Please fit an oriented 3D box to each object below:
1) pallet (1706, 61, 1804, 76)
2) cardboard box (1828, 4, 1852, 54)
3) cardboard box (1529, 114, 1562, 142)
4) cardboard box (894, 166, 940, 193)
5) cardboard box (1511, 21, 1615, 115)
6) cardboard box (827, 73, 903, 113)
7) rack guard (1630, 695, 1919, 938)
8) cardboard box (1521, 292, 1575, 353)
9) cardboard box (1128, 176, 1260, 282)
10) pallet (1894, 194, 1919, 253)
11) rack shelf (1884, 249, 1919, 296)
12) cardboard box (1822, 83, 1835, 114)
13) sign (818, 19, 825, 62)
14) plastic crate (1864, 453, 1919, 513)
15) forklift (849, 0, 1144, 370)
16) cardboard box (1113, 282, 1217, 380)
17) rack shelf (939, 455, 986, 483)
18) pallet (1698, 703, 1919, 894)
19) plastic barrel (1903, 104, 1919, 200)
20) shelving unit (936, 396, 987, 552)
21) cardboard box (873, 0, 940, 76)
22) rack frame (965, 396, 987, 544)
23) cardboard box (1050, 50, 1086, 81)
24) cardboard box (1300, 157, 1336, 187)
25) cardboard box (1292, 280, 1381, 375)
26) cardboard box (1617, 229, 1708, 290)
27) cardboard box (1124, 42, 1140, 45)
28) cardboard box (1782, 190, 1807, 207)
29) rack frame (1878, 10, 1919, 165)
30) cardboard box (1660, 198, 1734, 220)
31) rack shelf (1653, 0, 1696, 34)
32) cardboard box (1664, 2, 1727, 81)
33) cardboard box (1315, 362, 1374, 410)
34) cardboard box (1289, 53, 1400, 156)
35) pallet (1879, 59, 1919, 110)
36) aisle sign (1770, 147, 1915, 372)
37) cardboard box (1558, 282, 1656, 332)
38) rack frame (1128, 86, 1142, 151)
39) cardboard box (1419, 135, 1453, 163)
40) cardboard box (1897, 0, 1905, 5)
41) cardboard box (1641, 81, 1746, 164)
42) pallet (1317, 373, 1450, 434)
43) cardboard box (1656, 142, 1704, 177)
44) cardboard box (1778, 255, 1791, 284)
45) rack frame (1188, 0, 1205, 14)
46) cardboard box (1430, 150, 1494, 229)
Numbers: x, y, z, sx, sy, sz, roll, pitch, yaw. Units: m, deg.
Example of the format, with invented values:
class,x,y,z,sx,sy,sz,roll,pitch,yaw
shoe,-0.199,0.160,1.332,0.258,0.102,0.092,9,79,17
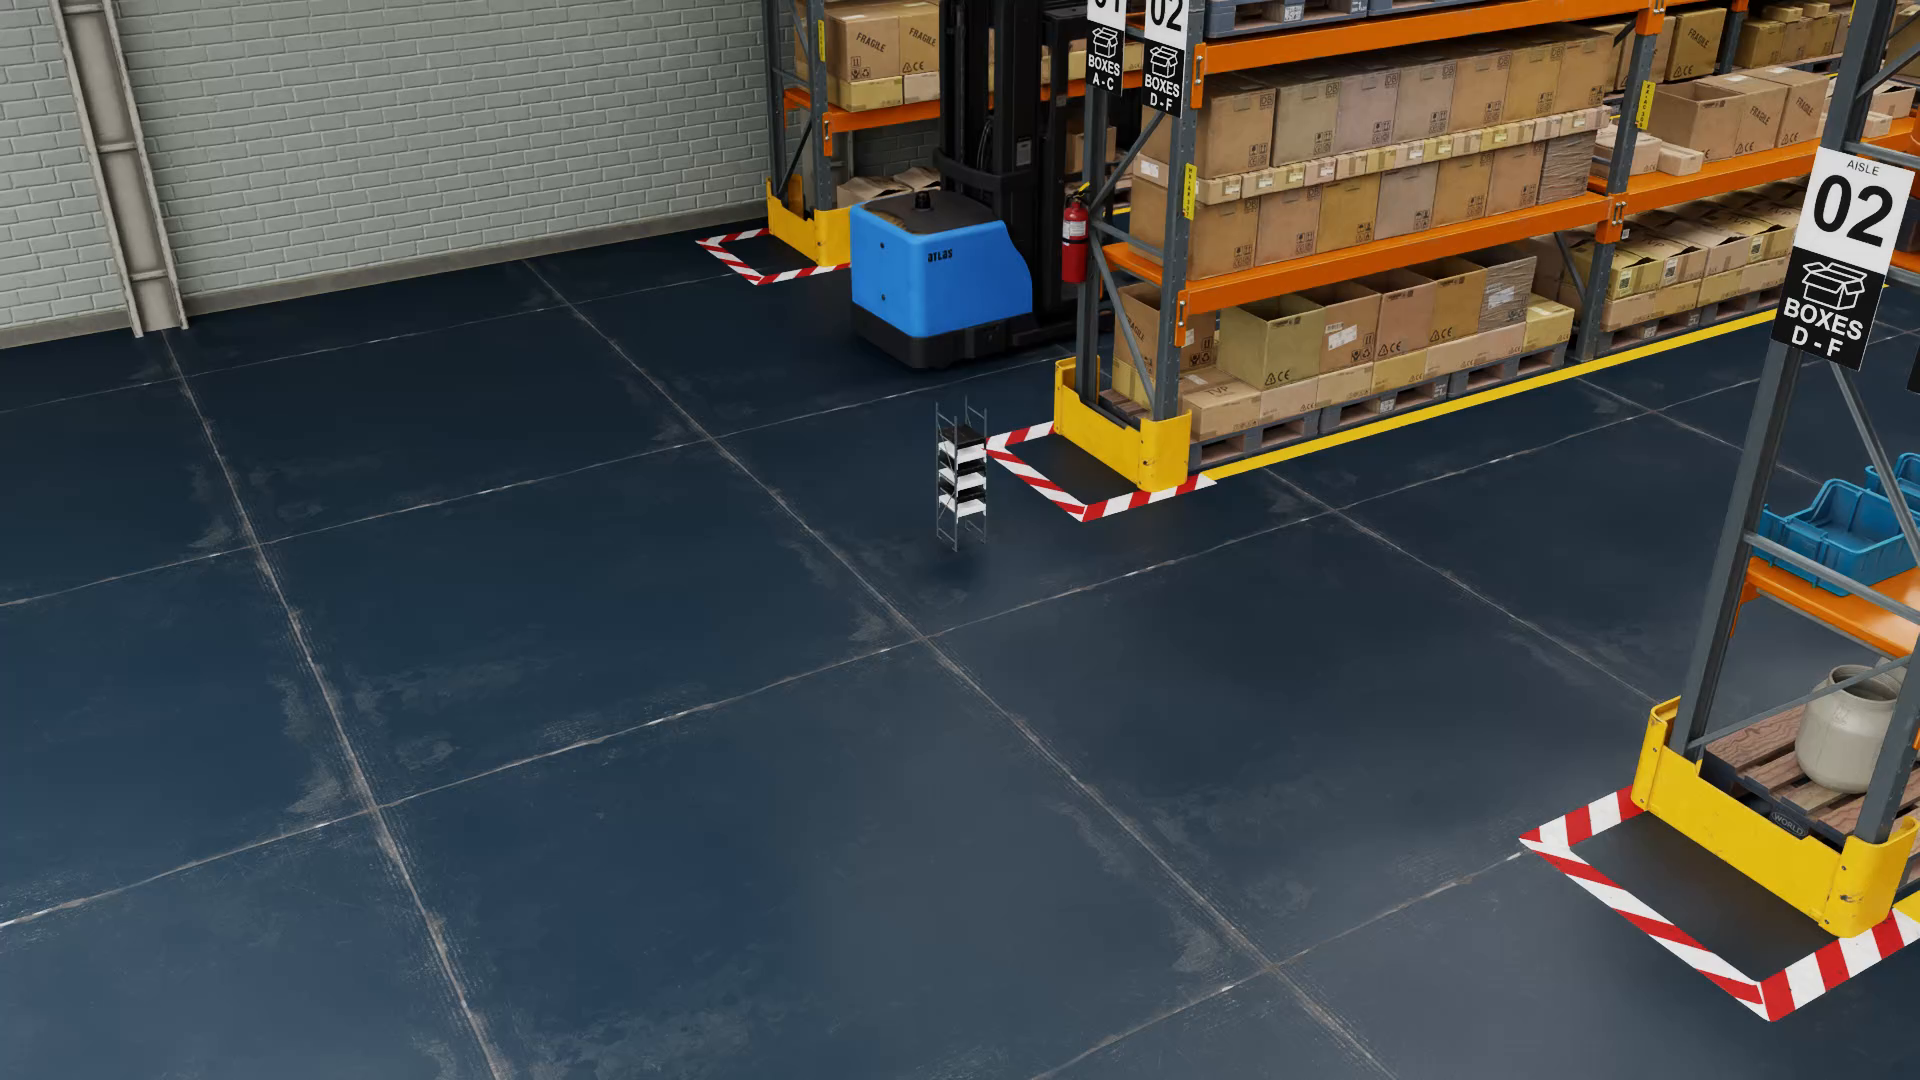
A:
class,x,y,z,sx,sy,sz,roll,pitch,yaw
pallet,9.625,-5.834,20.603,1.213,0.211,1.003,-16,33,-26
cardboard box,10.960,-6.511,21.096,0.500,0.500,0.700,-17,33,-28
cardboard box,3.980,-2.927,11.675,0.250,0.149,0.380,-17,33,-28
cardboard box,-0.283,-3.251,15.363,0.500,0.311,0.500,-13,31,-22
cardboard box,4.165,-3.381,11.826,0.500,0.500,0.700,-16,33,-26
cardboard box,-0.835,-3.894,14.336,0.500,0.250,0.500,-17,33,-28
rack guard,3.644,1.219,7.523,0.348,0.500,1.175,-16,33,-26
cardboard box,4.256,-1.656,12.557,0.500,0.250,0.500,-16,33,-26
cardboard box,1.505,-2.054,10.764,0.500,0.500,0.700,-16,33,-26
pallet,4.365,-1.229,6.464,1.213,0.211,1.003,-16,33,-26
rack shelf,5.327,-1.325,7.186,4.000,0.370,1.077,-16,33,-26
cardboard box,7.124,-3.682,13.910,0.500,0.311,0.500,-16,33,-27
sign,-1.142,-4.117,13.709,0.005,0.325,0.100,-16,33,-26
plastic crate,4.445,-0.175,7.617,0.408,0.251,0.499,-16,33,-26
forklift,0.658,-3.091,12.818,3.031,2.935,1.130,-17,33,-28
cardboard box,1.408,-1.465,11.435,0.500,0.500,0.500,-16,33,-26
rack shelf,0.007,-0.446,10.009,0.200,0.077,0.258,-16,33,-26
pallet,4.347,1.149,7.949,1.213,0.211,1.003,-16,33,-26
plastic barrel,3.957,-1.694,6.231,0.708,0.830,0.600,-16,33,-26
shelving unit,0.007,-0.396,10.036,0.210,0.900,0.258,-16,33,-26
cardboard box,-0.422,-4.344,14.375,0.500,0.500,0.500,-16,33,-26
rack frame,0.095,-0.421,10.081,0.006,0.900,0.240,-16,33,-26
cardboard box,0.917,-4.396,15.245,0.500,0.250,0.500,-16,33,-27
cardboard box,2.204,-2.422,10.760,0.250,0.149,0.380,-16,33,-27
cardboard box,2.526,-1.499,11.497,0.500,0.500,0.500,-16,33,-26
cardboard box,5.461,-2.224,13.005,0.500,0.311,0.500,-16,33,-27
cardboard box,1.354,-4.845,15.284,0.500,0.500,0.500,-16,33,-27
cardboard box,7.222,-2.724,13.913,0.500,0.311,0.500,-16,33,-27
rack frame,7.993,-3.859,14.139,0.127,3.000,1.000,-16,33,-26
cardboard box,6.061,-2.697,13.863,0.500,0.311,0.500,-16,33,-27
rack shelf,6.269,-4.368,12.701,4.000,0.370,1.077,-16,33,-26
cardboard box,8.435,-5.931,19.682,0.750,0.750,0.750,-15,32,-26
cardboard box,2.532,-1.166,11.669,0.500,0.250,0.500,-16,33,-26
cardboard box,2.436,-2.890,10.935,0.500,0.500,0.700,-16,33,-26
pallet,8.542,-3.971,14.539,1.003,0.211,1.213,-16,33,-26
aisle sign,3.390,-1.081,6.414,0.004,0.787,0.394,-16,33,-26
cardboard box,5.018,-1.856,12.919,0.500,0.250,0.500,-17,33,-27
rack frame,2.032,-4.943,16.102,0.127,3.000,1.000,-16,33,-26
cardboard box,3.096,-2.676,11.219,0.250,0.149,0.380,-15,32,-25
cardboard box,11.807,-6.934,21.190,0.250,0.149,0.380,-16,33,-27
cardboard box,5.669,-3.234,12.903,0.500,0.500,0.500,-13,32,-23
pallet,2.785,-1.182,12.173,1.213,0.211,1.003,-16,33,-26
cardboard box,5.412,-2.902,12.664,0.250,0.149,0.380,-16,33,-26
cardboard box,6.786,-2.360,13.832,0.500,0.250,0.500,-15,32,-25
rack frame,1.096,-4.528,9.141,0.127,3.000,1.000,-16,33,-26
cardboard box,3.279,-2.560,11.681,0.500,0.500,0.700,-15,32,-26
